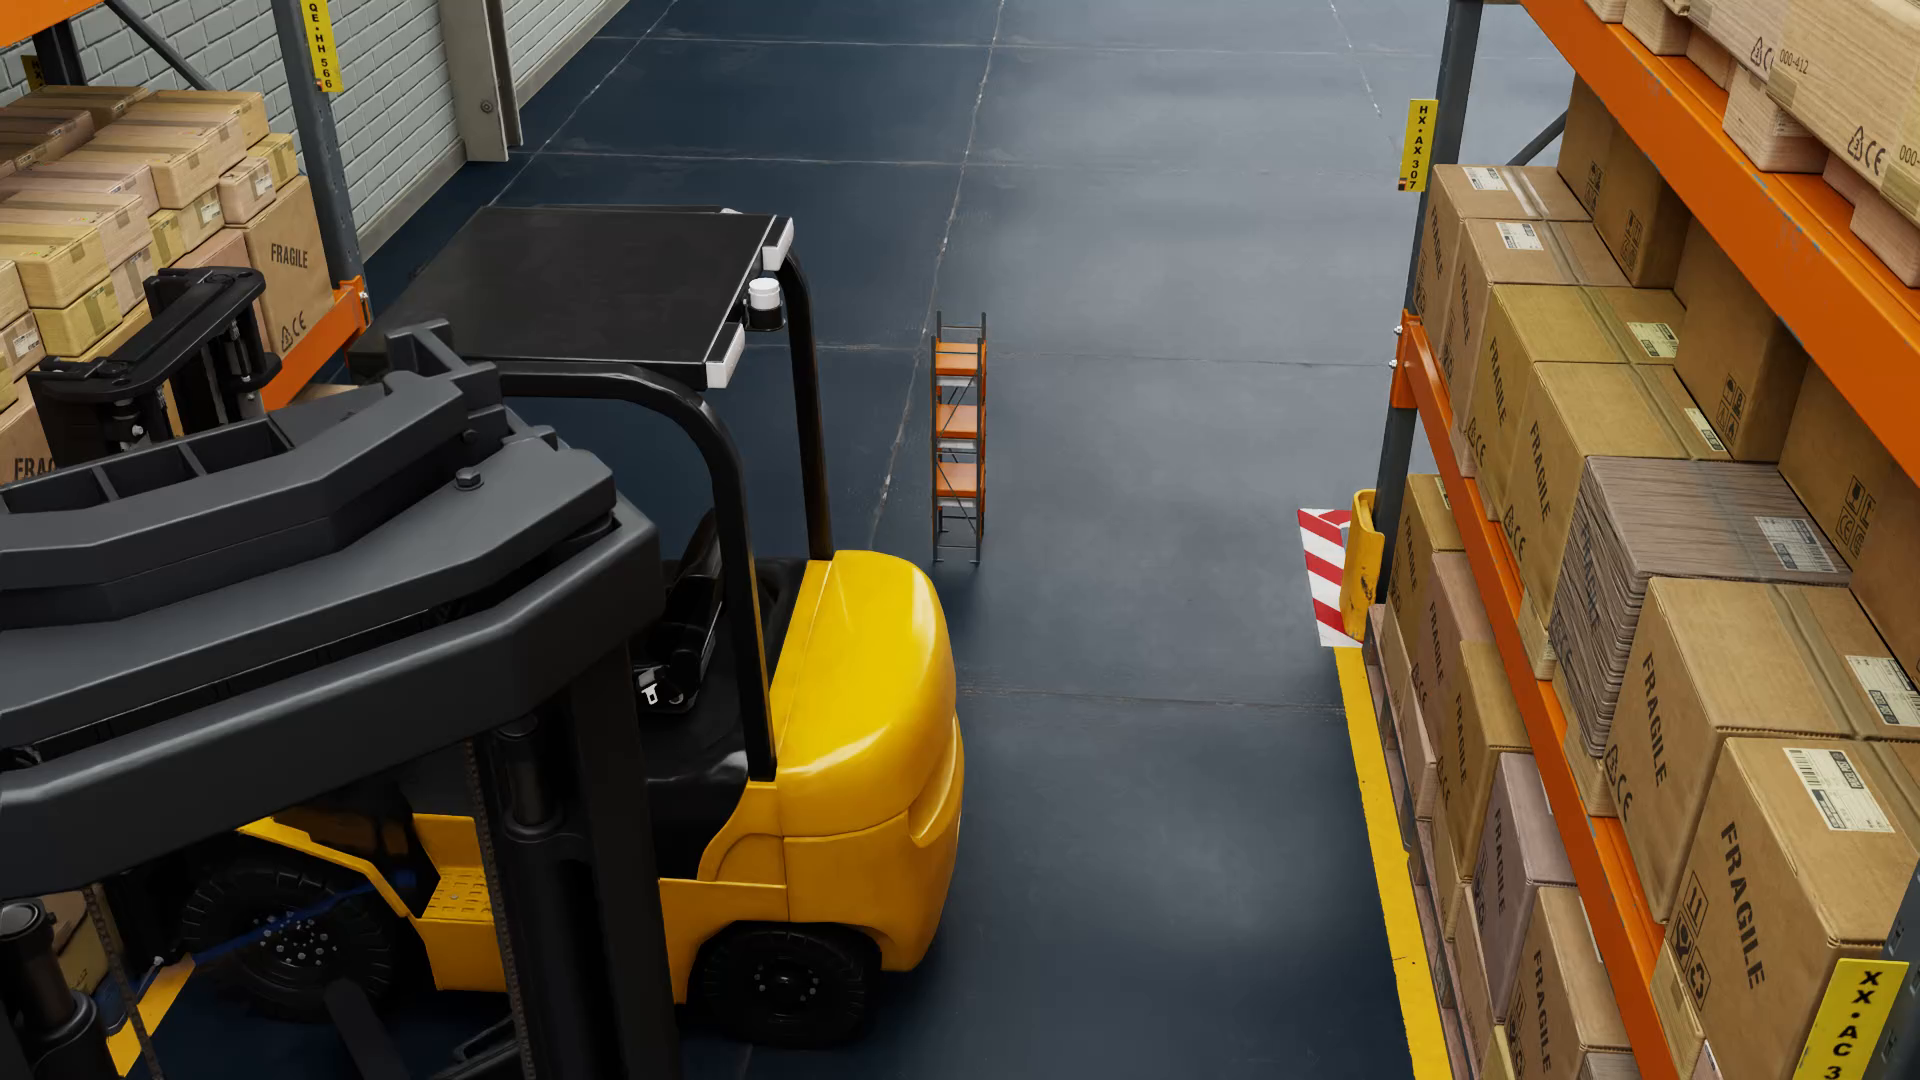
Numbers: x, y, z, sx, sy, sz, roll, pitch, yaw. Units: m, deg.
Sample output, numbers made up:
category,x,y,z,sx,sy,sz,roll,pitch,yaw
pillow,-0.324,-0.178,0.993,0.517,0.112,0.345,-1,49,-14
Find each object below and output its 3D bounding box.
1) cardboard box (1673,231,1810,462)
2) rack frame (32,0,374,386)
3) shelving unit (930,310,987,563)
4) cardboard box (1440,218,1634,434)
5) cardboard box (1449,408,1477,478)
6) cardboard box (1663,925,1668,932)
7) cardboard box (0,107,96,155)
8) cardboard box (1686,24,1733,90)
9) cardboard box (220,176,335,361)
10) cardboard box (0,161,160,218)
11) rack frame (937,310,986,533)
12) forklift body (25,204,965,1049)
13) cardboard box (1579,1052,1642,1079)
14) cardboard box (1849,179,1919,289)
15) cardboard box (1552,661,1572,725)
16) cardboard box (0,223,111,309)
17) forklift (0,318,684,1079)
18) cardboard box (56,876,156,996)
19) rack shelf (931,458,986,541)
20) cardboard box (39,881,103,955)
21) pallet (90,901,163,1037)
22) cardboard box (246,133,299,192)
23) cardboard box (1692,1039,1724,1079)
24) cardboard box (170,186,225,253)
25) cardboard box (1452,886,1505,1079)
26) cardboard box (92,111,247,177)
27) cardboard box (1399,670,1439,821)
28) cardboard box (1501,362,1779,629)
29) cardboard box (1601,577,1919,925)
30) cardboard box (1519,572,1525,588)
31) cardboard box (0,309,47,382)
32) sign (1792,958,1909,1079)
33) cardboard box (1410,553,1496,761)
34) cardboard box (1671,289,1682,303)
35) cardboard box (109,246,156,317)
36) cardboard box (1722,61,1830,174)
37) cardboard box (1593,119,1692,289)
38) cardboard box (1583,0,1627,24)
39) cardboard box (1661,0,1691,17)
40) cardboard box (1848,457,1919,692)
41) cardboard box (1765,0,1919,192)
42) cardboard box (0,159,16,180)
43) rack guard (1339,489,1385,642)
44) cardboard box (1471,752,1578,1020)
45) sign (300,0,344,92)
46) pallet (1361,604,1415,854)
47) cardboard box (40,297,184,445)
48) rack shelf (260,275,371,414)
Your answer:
category,x,y,z,sx,sy,sz,roll,pitch,yaw
cardboard box,2.148,-0.509,3.885,0.700,0.500,0.500,2,32,4
rack frame,-2.808,-1.191,6.323,1.000,3.000,0.127,2,32,4
shelving unit,-0.004,-0.419,6.929,0.215,1.050,0.252,2,32,4
cardboard box,1.785,-0.643,5.056,0.500,0.500,0.500,3,32,5
cardboard box,1.730,-0.306,5.127,0.380,0.149,0.250,3,32,5
cardboard box,1.648,0.773,3.376,0.380,0.149,0.250,3,32,4
cardboard box,-3.133,-1.333,5.557,0.380,0.149,0.250,4,32,6
cardboard box,1.756,-1.041,3.461,0.380,0.149,0.250,2,32,4
cardboard box,-2.587,-0.965,5.861,0.500,0.500,0.500,2,32,3
cardboard box,-2.705,-1.045,5.089,0.380,0.149,0.250,3,32,4
rack frame,0.006,-0.483,7.033,0.200,1.050,0.008,2,32,4
forklift body,-1.145,0.240,4.810,2.313,2.155,1.214,2,32,4
cardboard box,1.594,1.463,3.523,0.500,0.500,0.500,2,32,3
cardboard box,1.640,-0.500,2.583,0.380,0.149,0.250,3,32,4
cardboard box,1.666,0.373,4.025,0.380,0.149,0.250,2,32,3
cardboard box,-2.632,-0.768,4.640,0.380,0.149,0.250,3,32,5
forklift,-1.157,0.940,2.932,1.130,2.935,3.031,-21,37,-30
cardboard box,-2.712,1.118,4.797,0.500,0.250,0.500,3,32,5
rack shelf,-0.004,-0.173,7.081,0.215,0.259,0.240,2,32,4
cardboard box,-2.696,0.914,4.651,0.500,0.250,0.500,2,32,4
pallet,-2.931,1.034,5.371,1.003,0.211,1.213,2,32,4
cardboard box,-2.557,-1.316,5.813,0.380,0.149,0.250,3,32,5
cardboard box,1.536,1.037,2.948,0.380,0.149,0.250,2,32,3
cardboard box,-2.631,-1.048,5.378,0.380,0.149,0.250,3,32,5
cardboard box,1.673,1.238,4.603,0.500,0.250,0.500,3,32,5
cardboard box,-2.617,-1.309,5.519,0.380,0.149,0.250,3,32,4
cardboard box,1.749,0.688,5.496,0.500,0.250,0.500,4,32,6
cardboard box,1.712,-0.110,4.191,0.500,0.500,0.500,2,32,3
cardboard box,1.637,0.429,3.315,0.500,0.500,0.500,3,32,6
cardboard box,1.730,0.108,4.456,0.380,0.149,0.250,2,32,3
cardboard box,-2.748,-0.518,4.517,0.380,0.149,0.250,2,32,4
sign,1.272,0.723,2.392,0.100,0.325,0.005,2,32,4
cardboard box,1.758,0.388,5.267,0.500,0.500,0.500,1,32,2
cardboard box,2.324,-0.593,4.974,0.500,0.500,0.500,3,32,4
cardboard box,-2.637,-0.777,4.939,0.380,0.149,0.250,1,32,2
cardboard box,1.633,-0.775,3.028,0.380,0.149,0.250,3,32,5
cardboard box,2.266,-1.035,4.738,0.700,0.500,0.500,3,32,4
cardboard box,1.687,-1.315,3.906,0.380,0.149,0.250,3,32,5
cardboard box,1.703,-1.268,3.448,0.500,0.250,0.500,3,32,5
cardboard box,2.129,0.029,3.012,0.700,0.500,0.500,3,32,4
cardboard box,1.621,-0.735,2.585,0.500,0.250,0.500,2,32,3
cardboard box,-3.146,-1.067,5.125,0.380,0.149,0.250,3,32,4
rack guard,2.133,0.123,6.574,1.175,0.500,0.348,2,32,4
cardboard box,1.674,0.930,4.388,0.500,0.500,0.500,4,32,7
sign,-2.269,-1.754,5.908,0.100,0.325,0.005,2,32,4
pallet,2.032,0.669,5.962,1.003,0.211,1.213,2,32,4
cardboard box,-2.680,-0.426,4.987,0.500,0.500,0.500,2,32,3
rack shelf,-2.971,0.161,4.815,1.077,0.370,4.000,2,32,4
